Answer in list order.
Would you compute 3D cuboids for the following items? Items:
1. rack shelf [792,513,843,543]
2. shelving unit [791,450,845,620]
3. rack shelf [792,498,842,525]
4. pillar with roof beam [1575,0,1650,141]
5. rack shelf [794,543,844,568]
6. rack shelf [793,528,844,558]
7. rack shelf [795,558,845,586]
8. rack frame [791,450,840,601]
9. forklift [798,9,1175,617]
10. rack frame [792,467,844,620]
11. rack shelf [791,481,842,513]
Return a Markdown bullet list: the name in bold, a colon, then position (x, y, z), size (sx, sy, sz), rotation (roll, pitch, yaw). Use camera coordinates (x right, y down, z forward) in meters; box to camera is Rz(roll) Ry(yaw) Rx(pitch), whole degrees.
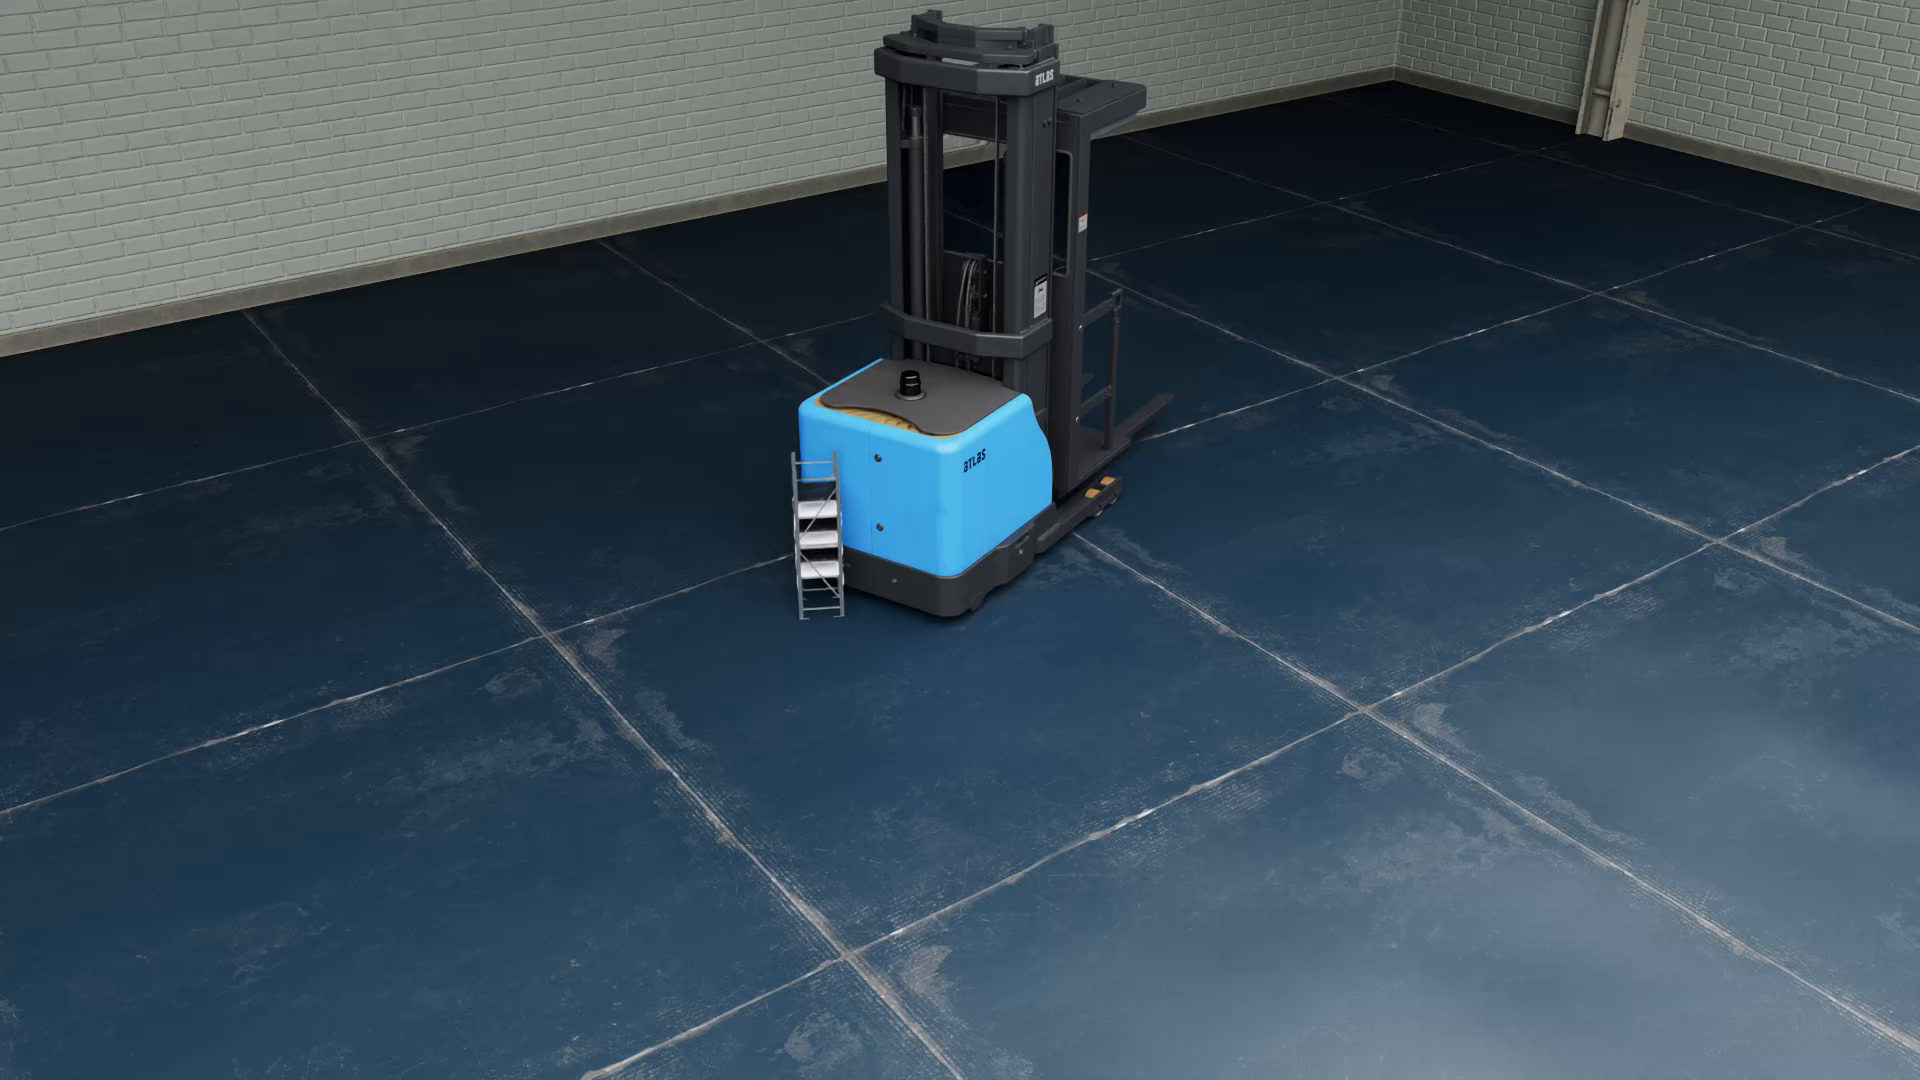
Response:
- **rack shelf**: position (-0.755, -0.072, 8.819), size (0.258, 0.077, 0.200), rotation (-3, 29, -6)
- **shelving unit**: position (-0.755, -0.022, 8.846), size (0.258, 0.900, 0.210), rotation (-3, 29, -6)
- **rack shelf**: position (-0.755, -0.151, 8.776), size (0.258, 0.077, 0.200), rotation (-3, 29, -6)
- **pillar with roof beam**: position (3.294, -7.073, 13.345), size (9.100, 9.000, 0.400), rotation (-19, 34, -31)
- **rack shelf**: position (-0.756, 0.087, 8.905), size (0.258, 0.077, 0.200), rotation (-3, 29, -6)
- **rack shelf**: position (-0.755, 0.007, 8.862), size (0.258, 0.077, 0.200), rotation (-3, 29, -6)
- **rack shelf**: position (-0.756, 0.166, 8.948), size (0.258, 0.077, 0.200), rotation (-3, 29, -6)
- **rack frame**: position (-0.768, -0.070, 8.935), size (0.240, 0.900, 0.006), rotation (-3, 29, -6)
- **forklift**: position (0.336, -1.539, 9.513), size (1.130, 2.935, 3.031), rotation (17, 33, 28)
- **rack frame**: position (-0.743, 0.026, 8.757), size (0.240, 0.900, 0.006), rotation (-3, 29, -6)
- **rack shelf**: position (-0.754, -0.230, 8.733), size (0.258, 0.077, 0.200), rotation (-3, 29, -6)
